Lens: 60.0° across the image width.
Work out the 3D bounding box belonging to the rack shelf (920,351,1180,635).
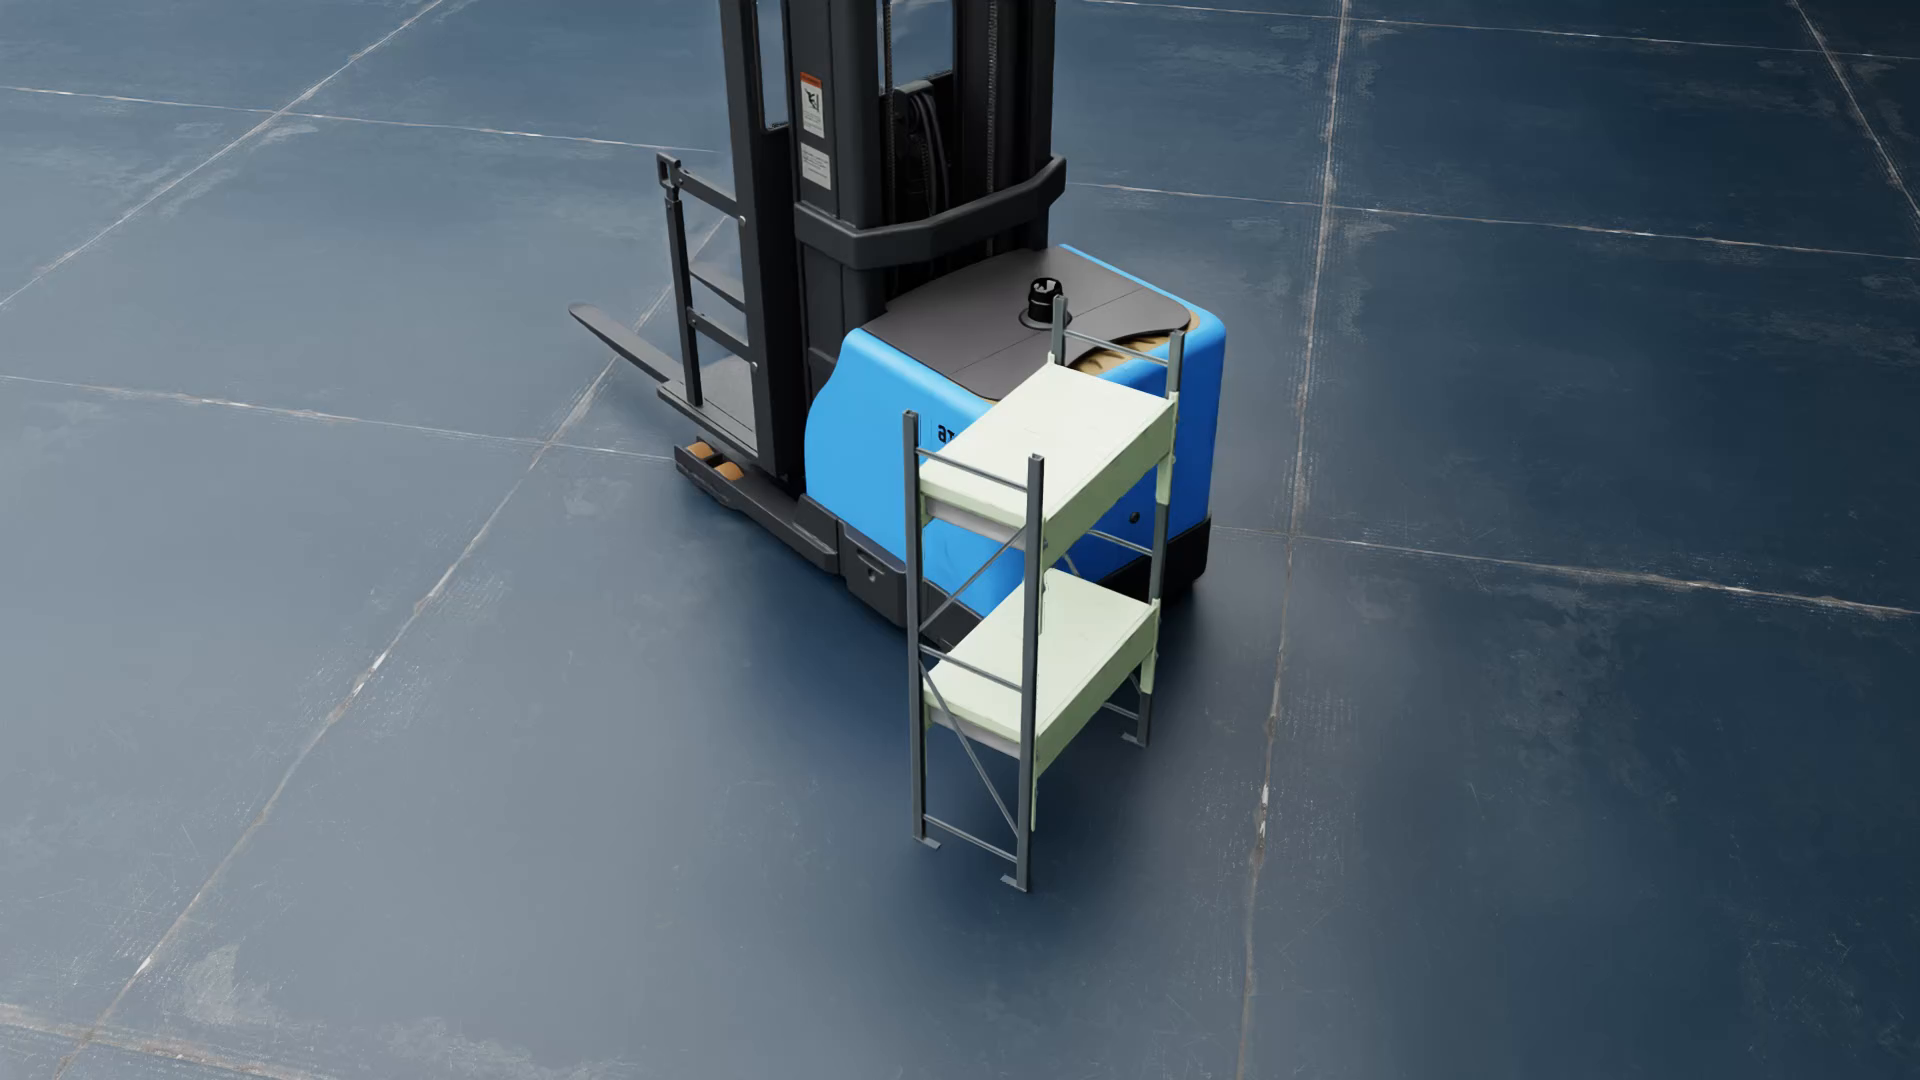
[{"bbox_3d":[0.231,-0.145,4.507,0.431,0.370,0.720,21,41,27],"label":"rack shelf"}]

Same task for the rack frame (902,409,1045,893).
[{"bbox_3d":[0.030,0.350,4.488,0.400,1.500,0.023,21,41,27],"label":"rack frame"}]

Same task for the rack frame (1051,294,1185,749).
[{"bbox_3d":[0.433,-0.009,4.983,0.400,1.500,0.023,21,41,27],"label":"rack frame"}]

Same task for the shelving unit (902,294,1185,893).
[{"bbox_3d":[0.232,0.171,4.736,0.431,1.500,0.755,21,41,27],"label":"shelving unit"}]

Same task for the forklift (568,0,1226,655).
[{"bbox_3d":[-0.466,-1.495,5.816,1.130,2.935,3.031,-27,44,-33],"label":"forklift"}]

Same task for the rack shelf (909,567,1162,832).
[{"bbox_3d":[0.232,0.435,4.927,0.431,0.370,0.720,21,41,27],"label":"rack shelf"}]
